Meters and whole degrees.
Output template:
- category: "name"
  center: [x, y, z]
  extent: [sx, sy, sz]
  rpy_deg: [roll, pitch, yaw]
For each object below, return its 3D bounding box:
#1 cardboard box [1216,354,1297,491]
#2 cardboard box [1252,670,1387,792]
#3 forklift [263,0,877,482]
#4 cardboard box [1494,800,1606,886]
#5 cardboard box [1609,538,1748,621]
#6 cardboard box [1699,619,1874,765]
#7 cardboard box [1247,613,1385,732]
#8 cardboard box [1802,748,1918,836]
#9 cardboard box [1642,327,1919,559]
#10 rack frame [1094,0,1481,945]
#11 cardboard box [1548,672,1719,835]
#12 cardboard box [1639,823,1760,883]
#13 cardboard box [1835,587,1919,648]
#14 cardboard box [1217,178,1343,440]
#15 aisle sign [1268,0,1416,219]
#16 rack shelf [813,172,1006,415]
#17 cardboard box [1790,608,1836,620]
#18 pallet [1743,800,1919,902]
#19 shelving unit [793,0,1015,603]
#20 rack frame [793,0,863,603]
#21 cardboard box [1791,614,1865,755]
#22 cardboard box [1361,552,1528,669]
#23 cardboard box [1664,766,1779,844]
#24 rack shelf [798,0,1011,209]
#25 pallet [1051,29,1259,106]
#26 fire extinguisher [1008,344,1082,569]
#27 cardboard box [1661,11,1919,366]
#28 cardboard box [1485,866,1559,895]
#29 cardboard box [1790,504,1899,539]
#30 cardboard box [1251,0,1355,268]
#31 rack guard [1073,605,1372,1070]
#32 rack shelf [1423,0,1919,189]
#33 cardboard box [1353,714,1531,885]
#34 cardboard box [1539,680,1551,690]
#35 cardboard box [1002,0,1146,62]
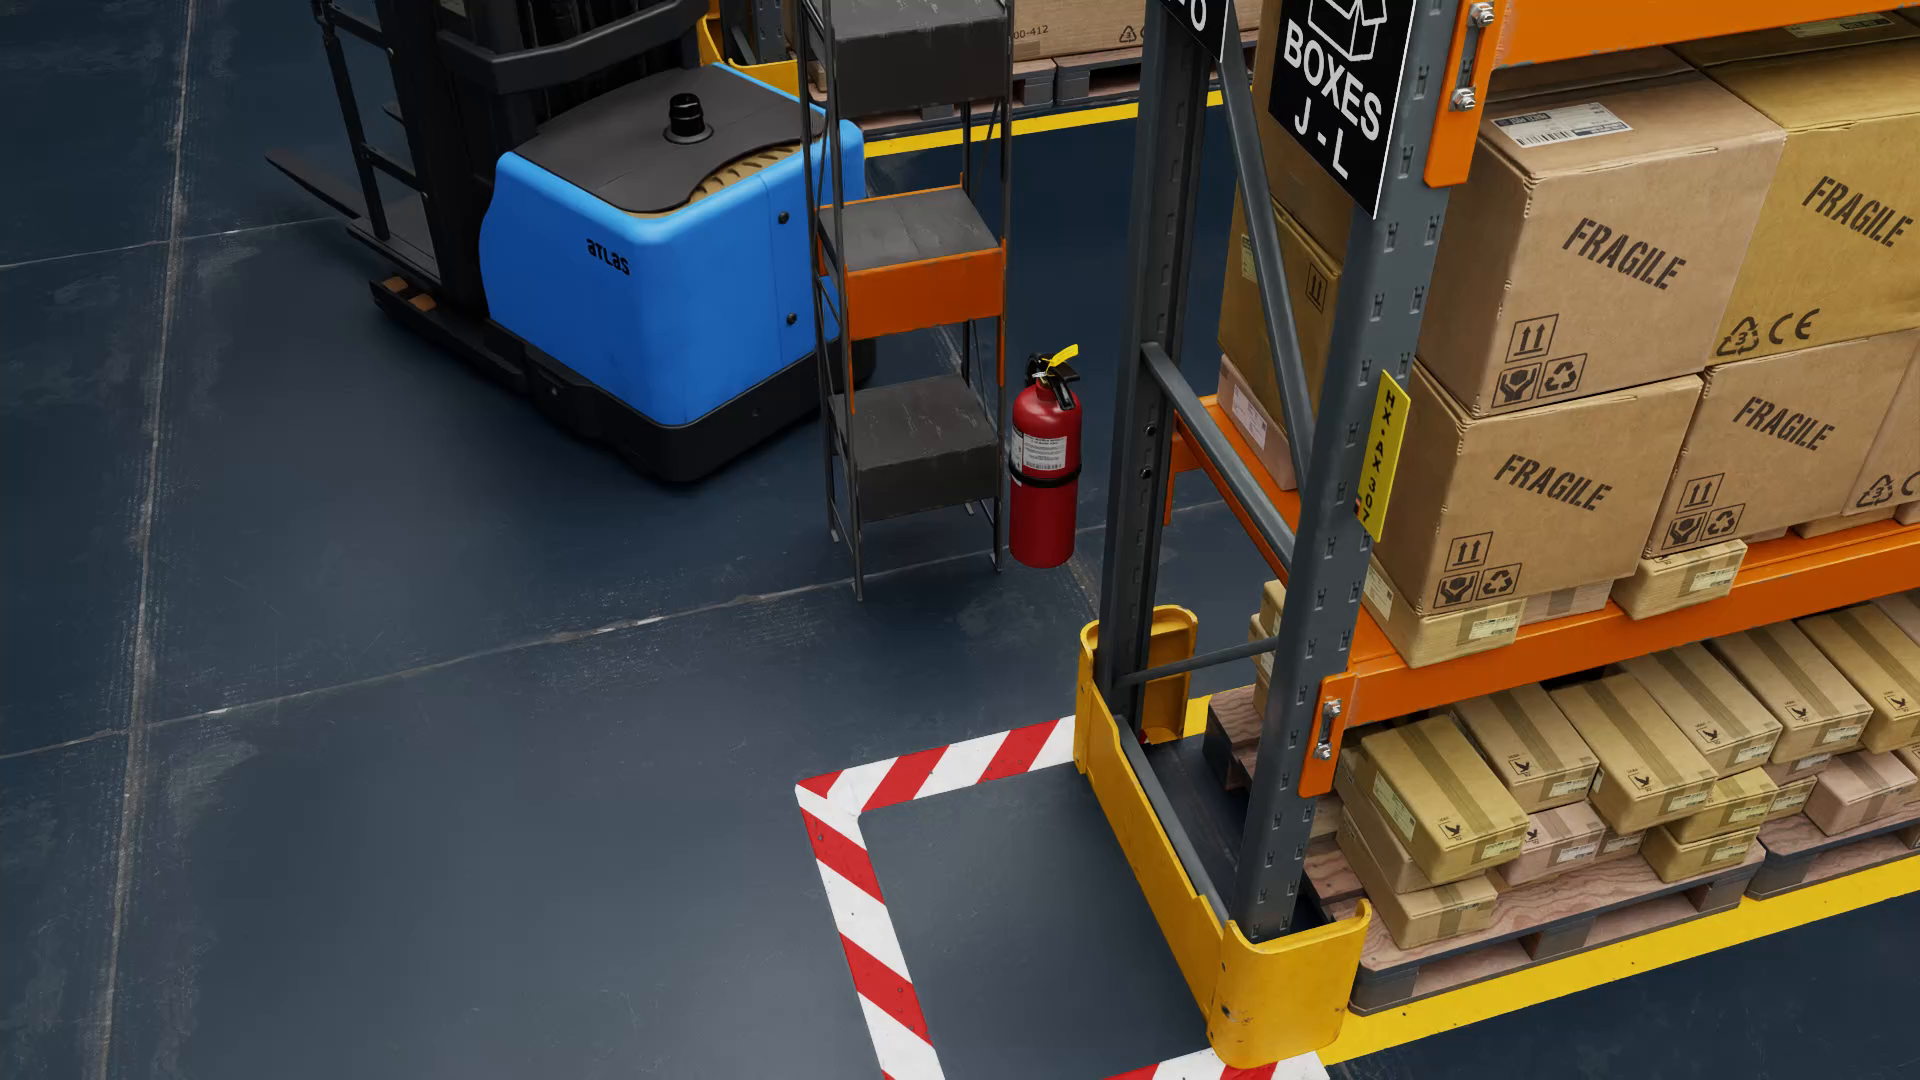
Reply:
- category: "cardboard box"
  center: [0.816, -0.309, 4.015]
  extent: [0.250, 0.149, 0.380]
  rpy_deg: [-12, 42, -13]
- category: "cardboard box"
  center: [1.029, 0.518, 4.724]
  extent: [0.250, 0.149, 0.380]
  rpy_deg: [-11, 42, -12]
- category: "forklift"
  center: [-1.750, -2.150, 5.983]
  extent: [3.031, 2.935, 1.130]
  rpy_deg: [31, 50, 30]
- category: "cardboard box"
  center: [1.445, 0.680, 4.313]
  extent: [0.250, 0.149, 0.380]
  rpy_deg: [-12, 43, -13]
- category: "cardboard box"
  center: [1.500, -0.022, 3.686]
  extent: [0.250, 0.149, 0.380]
  rpy_deg: [-13, 43, -14]
- category: "cardboard box"
  center: [2.176, 0.390, 4.420]
  extent: [0.250, 0.149, 0.380]
  rpy_deg: [-10, 42, -11]
- category: "cardboard box"
  center: [1.007, 0.358, 4.682]
  extent: [0.250, 0.149, 0.380]
  rpy_deg: [-13, 43, -14]
- category: "cardboard box"
  center: [2.401, 0.608, 4.622]
  extent: [0.250, 0.149, 0.380]
  rpy_deg: [-14, 43, -15]
- category: "cardboard box"
  center: [1.604, -0.349, 3.567]
  extent: [0.500, 0.500, 0.500]
  rpy_deg: [-12, 42, -13]
- category: "rack frame"
  center: [0.590, -0.162, 3.656]
  extent: [0.127, 3.000, 1.000]
  rpy_deg: [-12, 42, -13]
- category: "cardboard box"
  center: [1.697, 0.540, 4.248]
  extent: [0.250, 0.149, 0.380]
  rpy_deg: [-12, 43, -13]
- category: "cardboard box"
  center: [1.922, 0.712, 4.502]
  extent: [0.250, 0.149, 0.380]
  rpy_deg: [-11, 42, -13]
- category: "cardboard box"
  center: [2.652, 0.257, 4.572]
  extent: [0.250, 0.149, 0.380]
  rpy_deg: [-12, 42, -13]
- category: "cardboard box"
  center: [0.941, -0.562, 3.811]
  extent: [0.500, 0.500, 0.500]
  rpy_deg: [-11, 42, -12]
- category: "aisle sign"
  center: [0.610, -0.938, 2.568]
  extent: [0.004, 0.787, 0.394]
  rpy_deg: [-12, 42, -13]
- category: "rack shelf"
  center: [-0.158, -0.748, 5.031]
  extent: [0.480, 0.518, 0.431]
  rpy_deg: [-12, 42, -13]
- category: "cardboard box"
  center: [2.508, 0.215, 5.072]
  extent: [0.250, 0.149, 0.380]
  rpy_deg: [-11, 42, -12]
- category: "pallet"
  center: [2.609, 0.496, 5.022]
  extent: [1.213, 0.211, 1.003]
  rpy_deg: [-12, 42, -13]
- category: "shelving unit"
  center: [-0.158, -0.758, 5.022]
  extent: [0.503, 2.100, 0.431]
  rpy_deg: [-12, 42, -13]
- category: "rack frame"
  center: [-0.391, -0.710, 4.967]
  extent: [0.015, 2.100, 0.400]
  rpy_deg: [-12, 42, -13]
- category: "cardboard box"
  center: [2.400, 0.402, 4.632]
  extent: [0.250, 0.149, 0.380]
  rpy_deg: [-10, 42, -11]
- category: "cardboard box"
  center: [0.997, 0.074, 3.576]
  extent: [0.250, 0.149, 0.380]
  rpy_deg: [-12, 43, -13]
- category: "cardboard box"
  center: [1.929, 0.594, 4.412]
  extent: [0.250, 0.149, 0.380]
  rpy_deg: [-10, 42, -12]
- category: "rack shelf"
  center: [-0.158, -1.275, 4.570]
  extent: [0.480, 0.518, 0.431]
  rpy_deg: [-12, 42, -13]
- category: "pallet"
  center: [0.907, -2.644, 8.616]
  extent: [1.213, 0.211, 1.003]
  rpy_deg: [-12, 42, -13]
- category: "fire extinguisher"
  center: [0.211, -0.232, 4.078]
  extent: [0.183, 0.674, 0.296]
  rpy_deg: [-12, 42, -13]
- category: "cardboard box"
  center: [1.577, -0.714, 3.226]
  extent: [0.500, 0.500, 0.500]
  rpy_deg: [-11, 42, -12]
- category: "cardboard box"
  center: [1.411, 0.748, 4.462]
  extent: [0.250, 0.149, 0.380]
  rpy_deg: [-12, 43, -13]
- category: "cardboard box"
  center: [1.972, -0.197, 3.887]
  extent: [0.250, 0.149, 0.380]
  rpy_deg: [-12, 43, -13]
- category: "cardboard box"
  center: [0.951, -0.935, 3.478]
  extent: [0.500, 0.500, 0.500]
  rpy_deg: [-13, 43, -14]
- category: "rack guard"
  center: [0.662, 0.764, 4.495]
  extent: [0.348, 0.500, 1.175]
  rpy_deg: [-12, 42, -13]
- category: "rack shelf"
  center: [2.497, -1.416, 3.358]
  extent: [4.000, 0.370, 1.077]
  rpy_deg: [-12, 42, -13]
- category: "cardboard box"
  center: [1.191, 0.639, 4.134]
  extent: [0.250, 0.149, 0.380]
  rpy_deg: [-14, 43, -15]
- category: "cardboard box"
  center: [1.522, 0.406, 4.853]
  extent: [0.250, 0.149, 0.380]
  rpy_deg: [-12, 43, -13]
- category: "cardboard box"
  center: [0.476, -2.821, 8.327]
  extent: [0.875, 0.438, 0.875]
  rpy_deg: [-11, 42, -12]
